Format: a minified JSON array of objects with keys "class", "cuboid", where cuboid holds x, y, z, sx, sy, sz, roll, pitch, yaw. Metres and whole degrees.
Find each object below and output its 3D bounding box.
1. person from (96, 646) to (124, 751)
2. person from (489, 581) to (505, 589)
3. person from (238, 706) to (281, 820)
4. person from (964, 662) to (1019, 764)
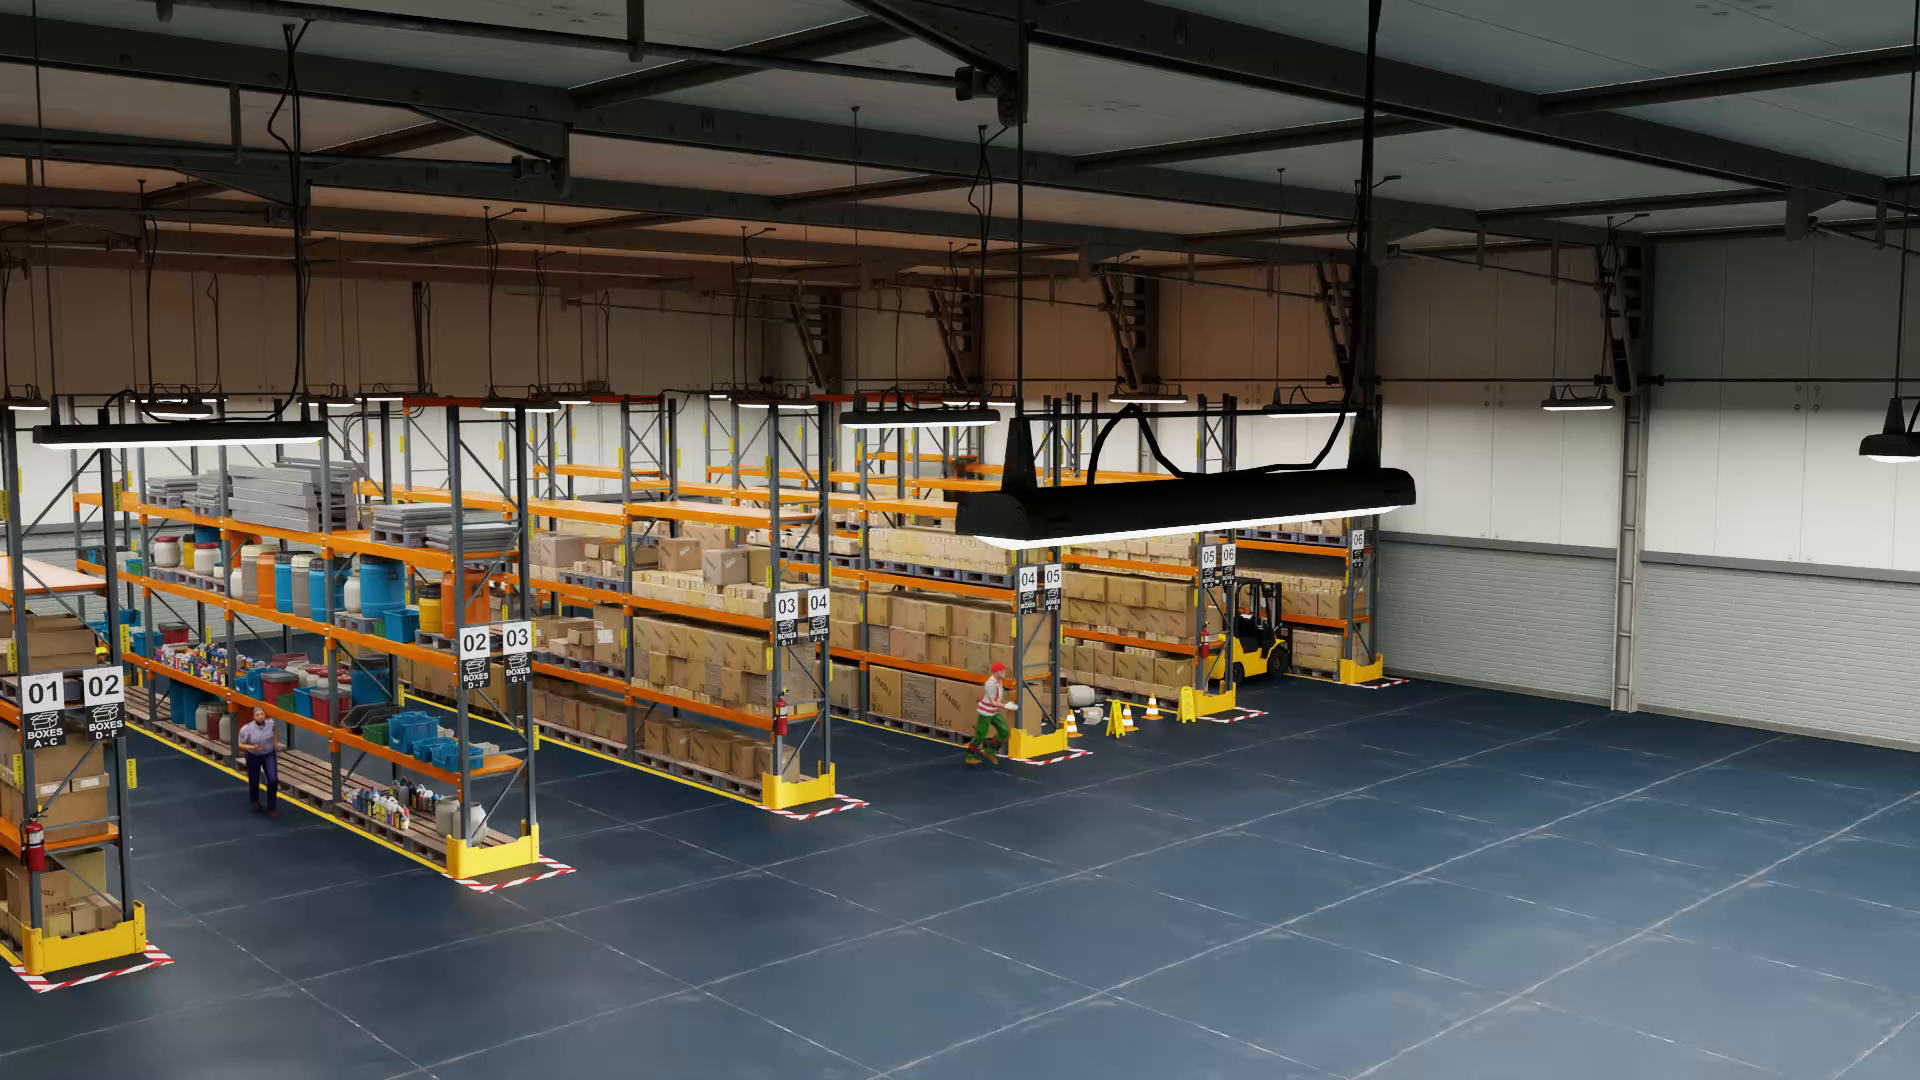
[{"class":"person","cuboid":[-14.659,2.709,28.432,0.691,1.790,0.719,-5,8,-44]},{"class":"person","cuboid":[-11.374,1.562,40.868,0.685,1.597,0.799,-1,6,-9]},{"class":"person","cuboid":[-10.164,3.201,24.136,0.605,1.642,0.939,-3,6,-31]},{"class":"person","cuboid":[0.546,2.829,27.052,0.985,1.728,0.619,3,6,26]}]
